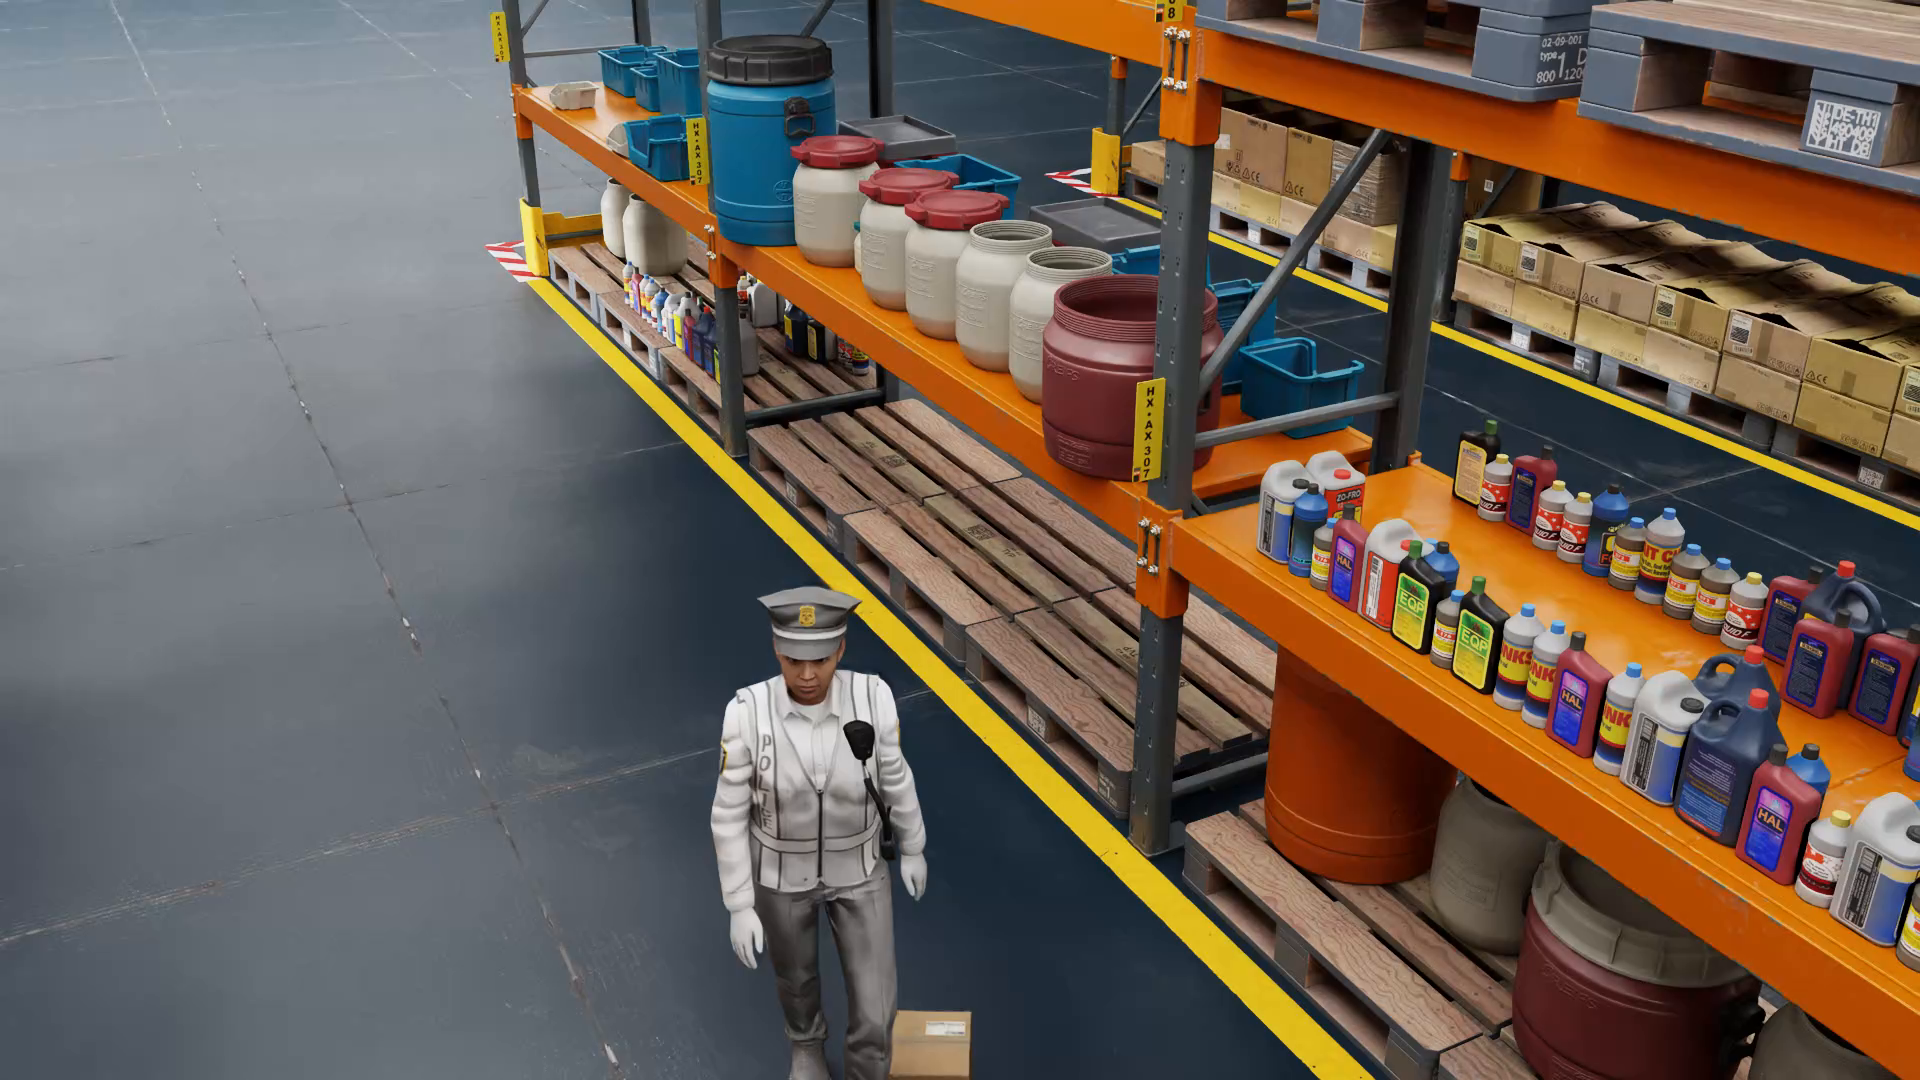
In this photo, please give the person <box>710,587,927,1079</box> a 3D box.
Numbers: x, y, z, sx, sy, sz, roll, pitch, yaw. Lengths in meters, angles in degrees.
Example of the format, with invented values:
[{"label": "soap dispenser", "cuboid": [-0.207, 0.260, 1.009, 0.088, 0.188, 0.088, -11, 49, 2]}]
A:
[{"label": "person", "cuboid": [-0.349, 0.882, 4.284, 0.554, 1.735, 0.621, -4, 26, -7]}]
